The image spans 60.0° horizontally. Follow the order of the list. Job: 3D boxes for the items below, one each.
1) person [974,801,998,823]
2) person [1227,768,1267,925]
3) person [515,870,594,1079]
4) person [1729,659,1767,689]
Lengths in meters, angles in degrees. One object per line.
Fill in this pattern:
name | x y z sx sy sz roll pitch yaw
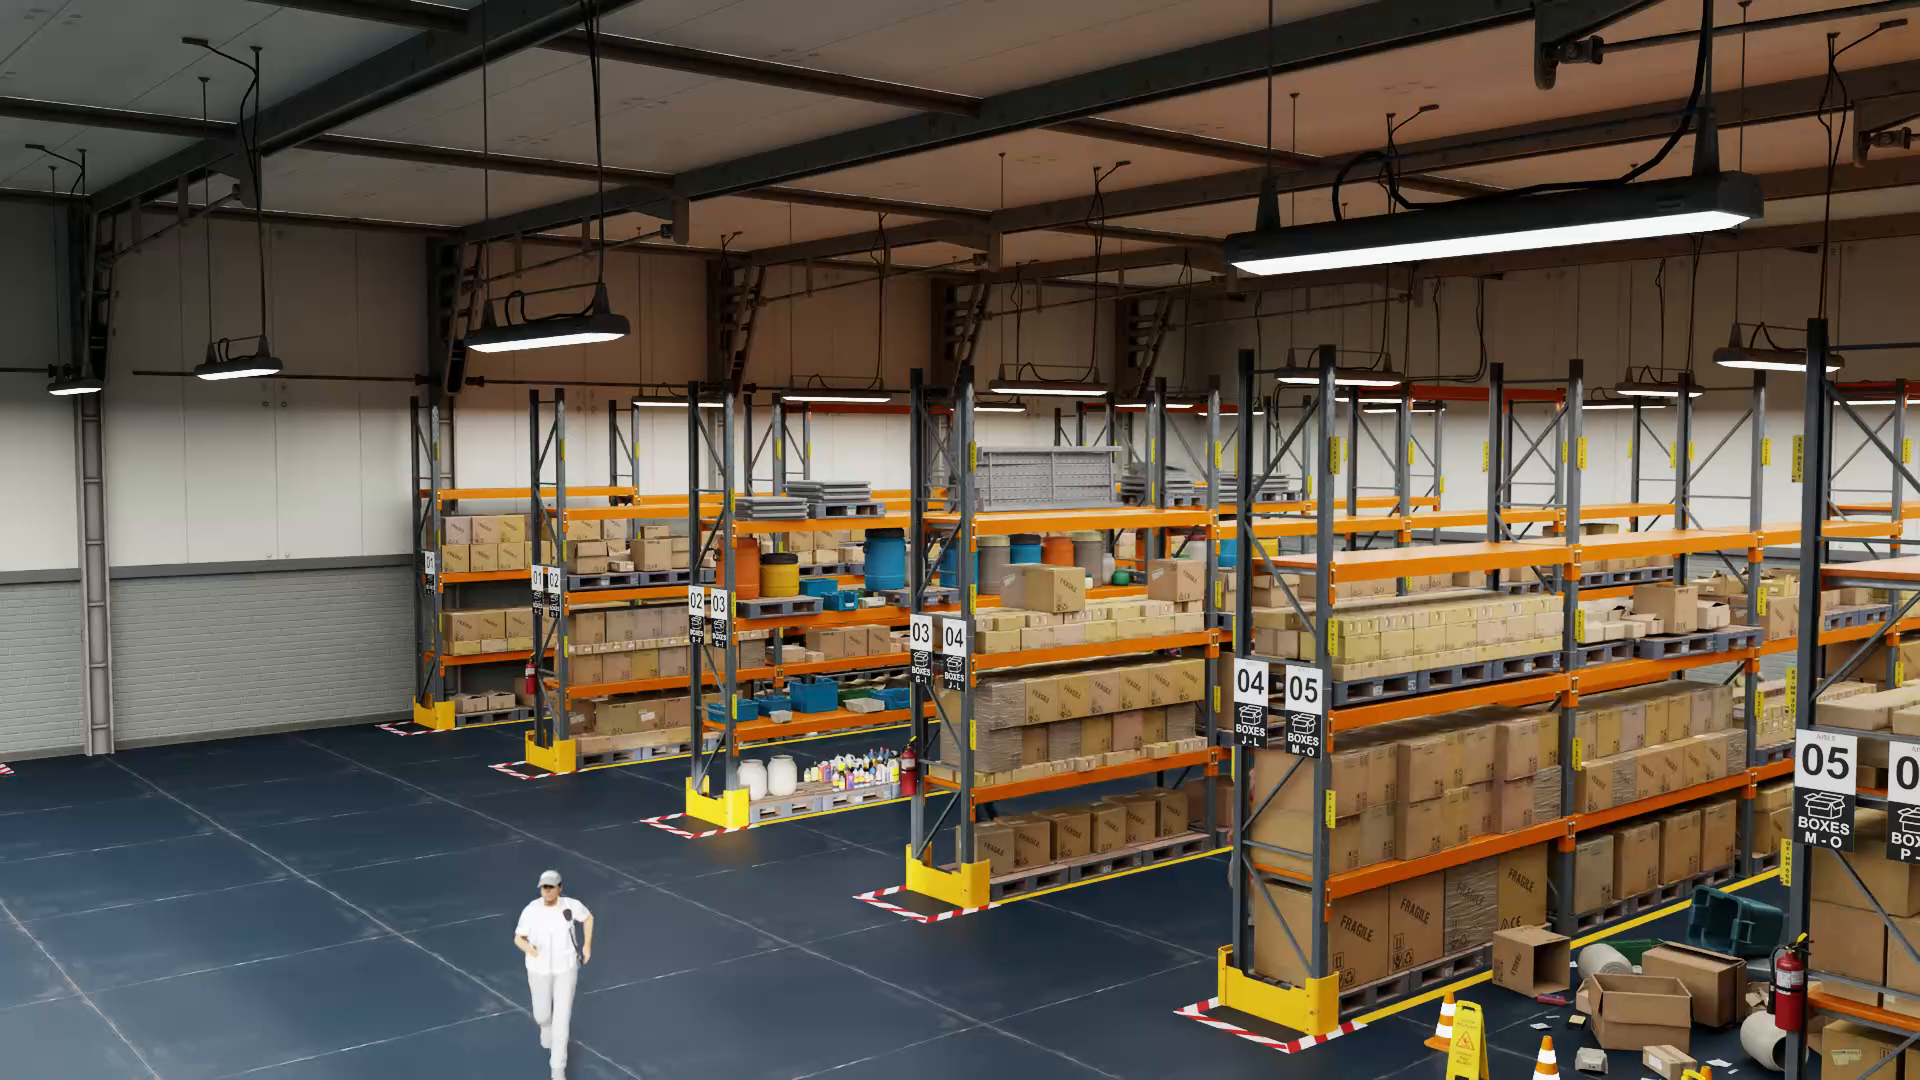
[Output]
person | 0.277 3.103 21.343 0.508 1.587 0.657 3 4 41
person | 3.102 3.269 17.734 0.668 1.684 0.594 2 4 32
person | -3.325 3.520 13.605 0.619 1.617 1.021 0 3 -8
person | 13.071 2.728 27.520 0.642 1.582 0.553 2 4 25
